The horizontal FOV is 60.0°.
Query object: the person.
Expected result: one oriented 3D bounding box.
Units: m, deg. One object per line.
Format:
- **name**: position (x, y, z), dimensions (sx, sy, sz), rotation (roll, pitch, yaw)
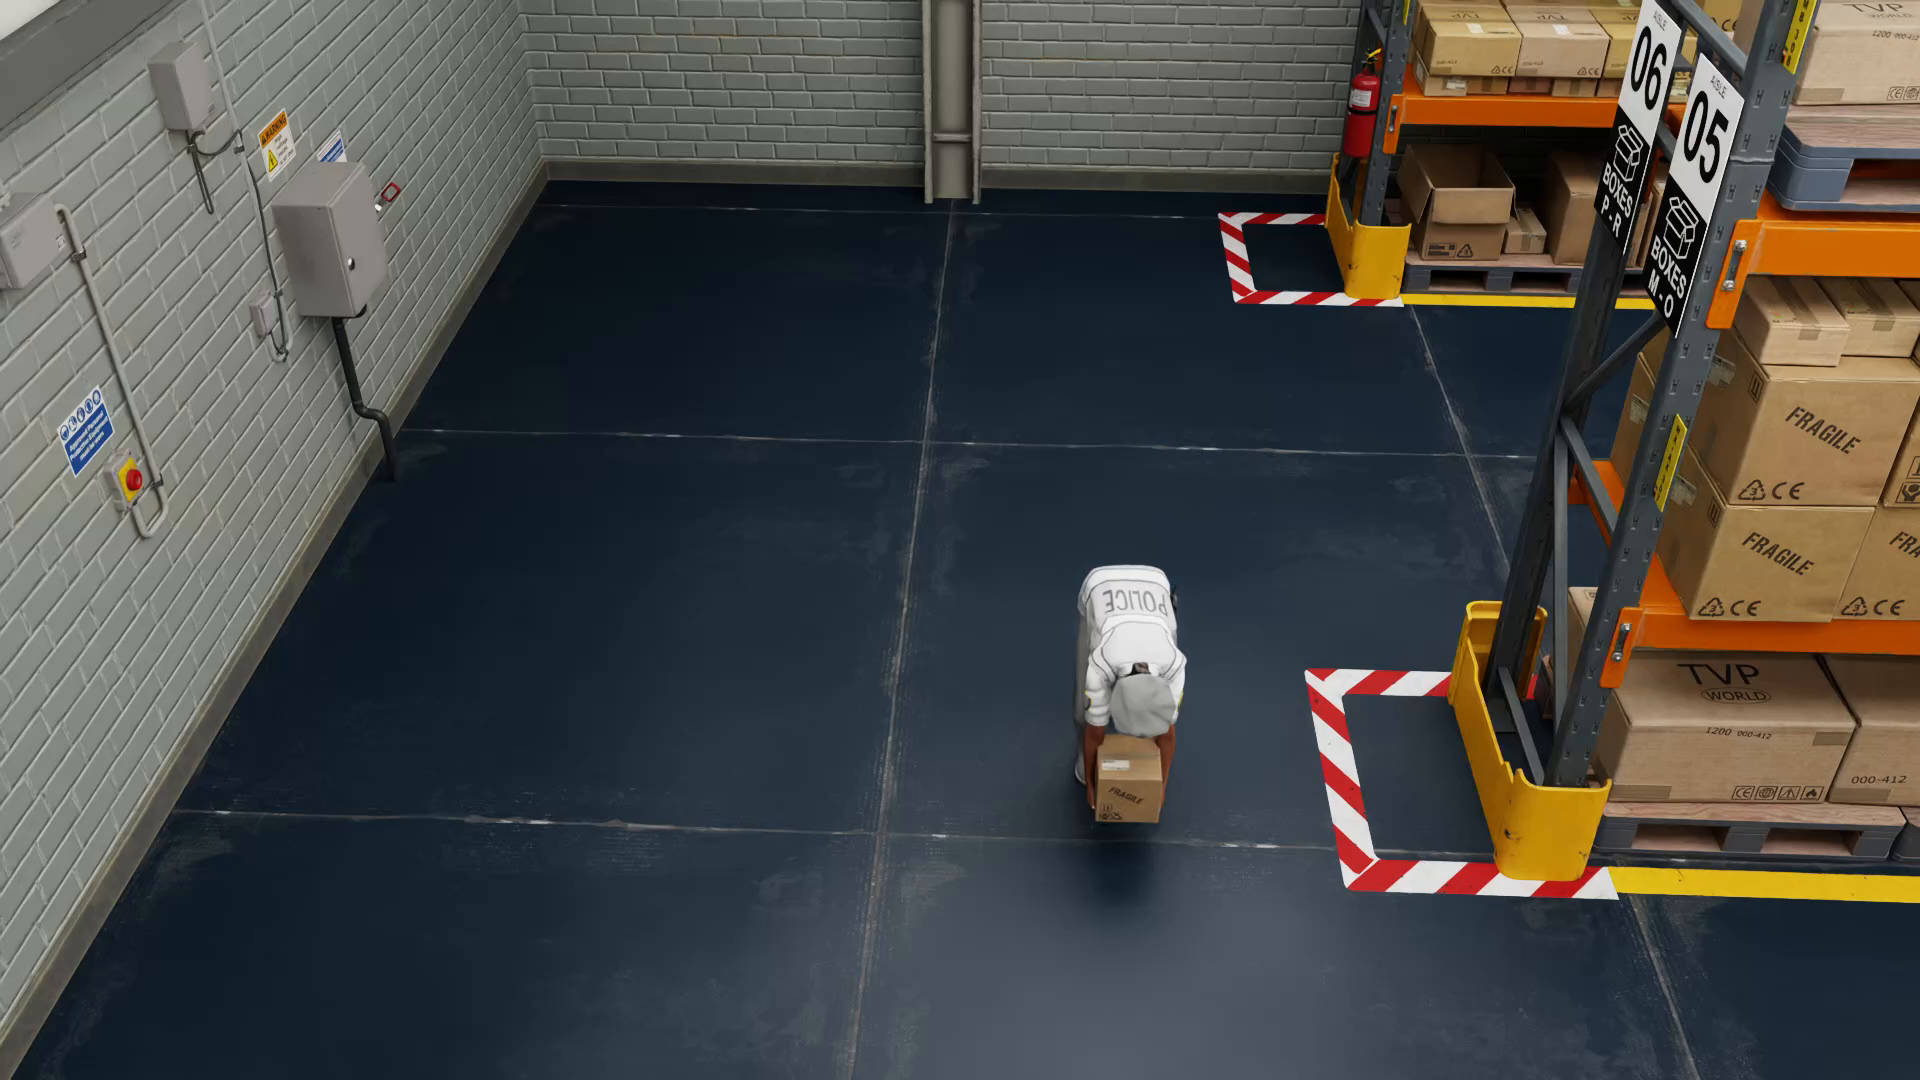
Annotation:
- **person**: position (0.680, 0.689, 6.713), dimensions (0.436, 1.022, 0.938), rotation (0, 36, 0)
